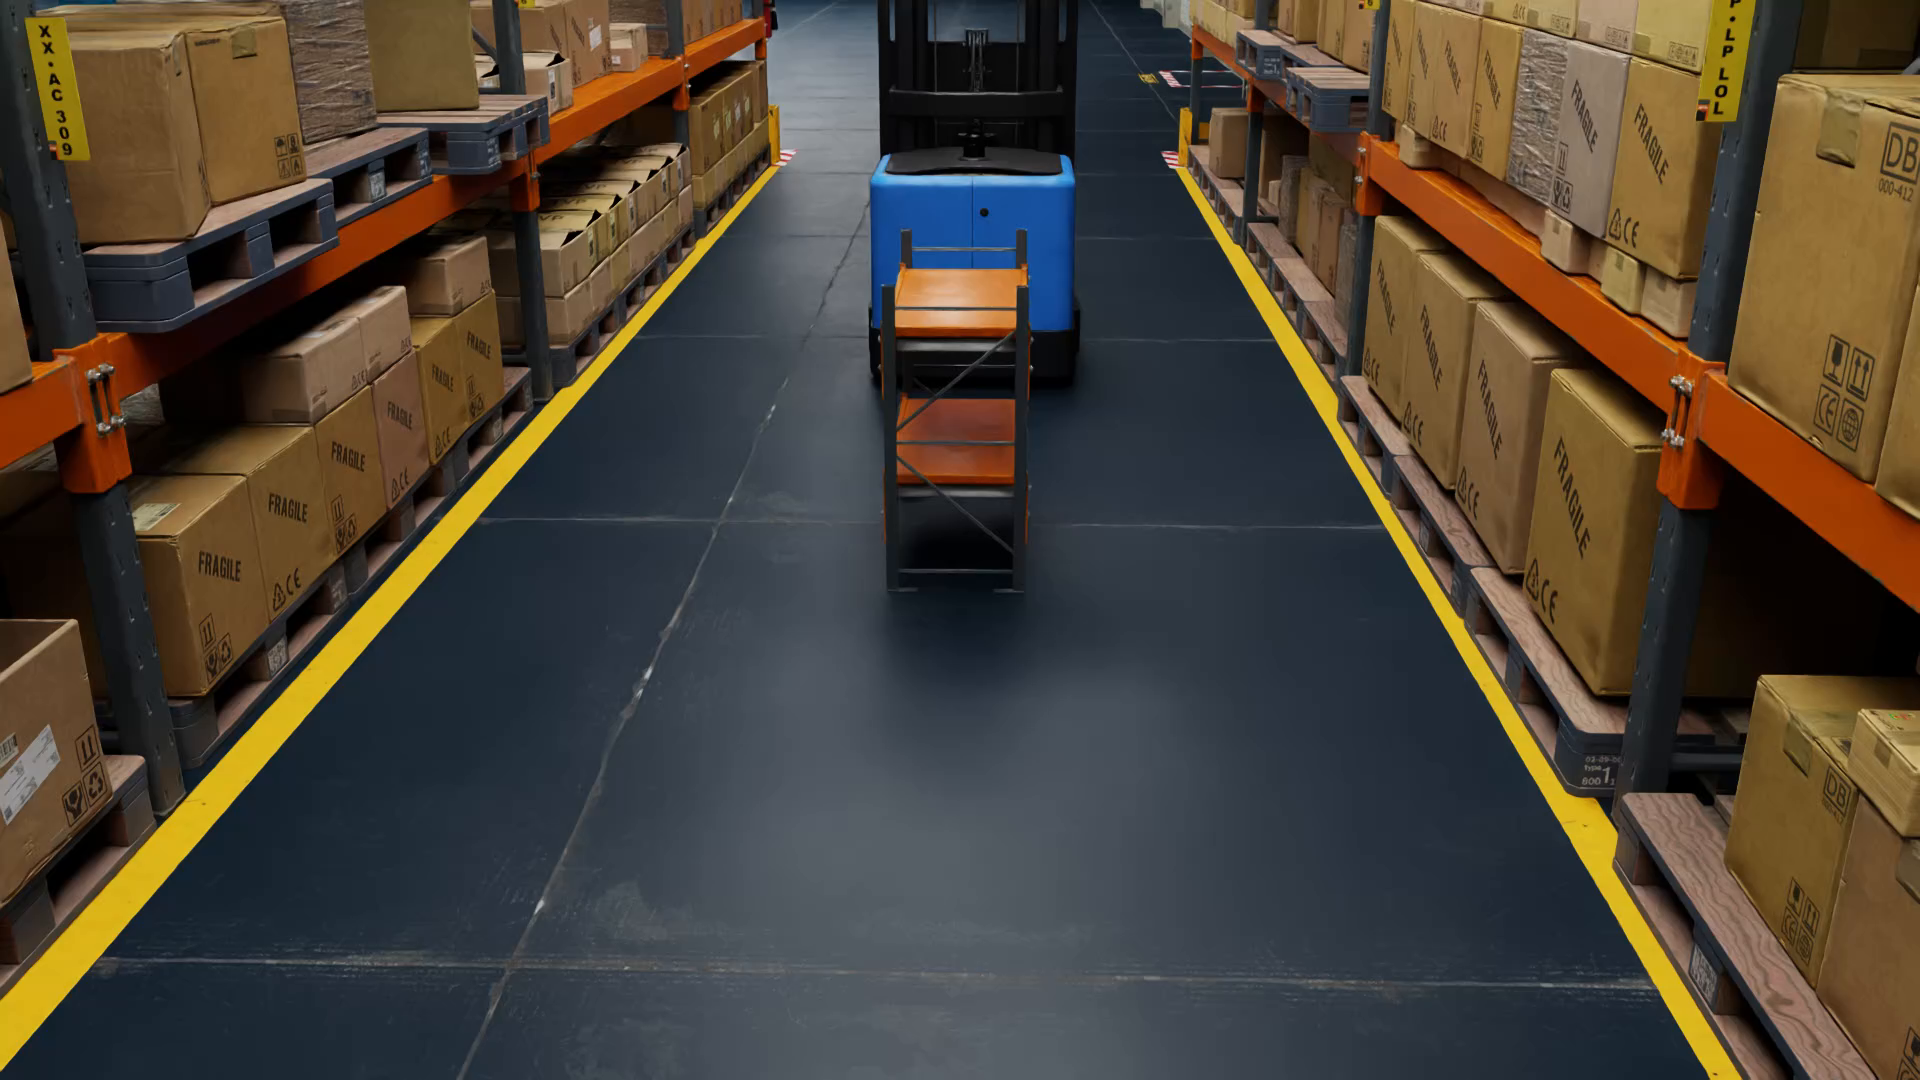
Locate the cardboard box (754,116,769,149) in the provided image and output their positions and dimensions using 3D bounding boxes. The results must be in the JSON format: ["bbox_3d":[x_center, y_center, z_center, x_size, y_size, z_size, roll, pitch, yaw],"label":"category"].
[{"bbox_3d":[-2.028,-3.716,15.179,0.500,0.250,0.500,1,21,2],"label":"cardboard box"}]

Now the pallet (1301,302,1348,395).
[{"bbox_3d":[2.427,-1.036,8.907,1.003,0.211,1.213,1,21,2],"label":"pallet"}]

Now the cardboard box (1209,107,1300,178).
[{"bbox_3d":[2.444,-3.266,13.646,0.700,0.500,0.500,-1,21,-2],"label":"cardboard box"}]

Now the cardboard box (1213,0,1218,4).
[{"bbox_3d":[2.279,-4.513,13.157,0.500,0.500,0.500,1,21,3],"label":"cardboard box"}]

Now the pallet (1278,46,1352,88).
[{"bbox_3d":[2.421,-2.680,9.555,1.003,0.211,1.213,1,21,2],"label":"pallet"}]

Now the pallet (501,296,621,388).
[{"bbox_3d":[-2.486,-1.104,9.081,1.003,0.211,1.213,1,21,2],"label":"pallet"}]

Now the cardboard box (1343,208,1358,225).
[{"bbox_3d":[2.503,-1.539,9.196,0.700,0.500,0.500,1,21,2],"label":"cardboard box"}]

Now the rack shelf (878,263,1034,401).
[{"bbox_3d":[0.000,-0.795,6.213,0.538,0.278,1.000,1,21,2],"label":"rack shelf"}]

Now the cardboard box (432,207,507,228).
[{"bbox_3d":[-2.771,-1.662,9.111,0.500,0.311,0.500,0,21,1],"label":"cardboard box"}]

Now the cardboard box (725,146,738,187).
[{"bbox_3d":[-2.071,-2.992,13.315,0.500,0.250,0.500,1,21,2],"label":"cardboard box"}]

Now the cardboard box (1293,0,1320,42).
[{"bbox_3d":[2.449,-3.366,10.310,0.700,0.500,0.500,3,21,7],"label":"cardboard box"}]

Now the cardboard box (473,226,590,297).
[{"bbox_3d":[-2.241,-1.468,8.611,0.500,0.311,0.500,1,21,3],"label":"cardboard box"}]

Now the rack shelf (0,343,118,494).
[{"bbox_3d":[-2.733,0.398,2.350,1.077,0.370,4.000,1,21,2],"label":"rack shelf"}]

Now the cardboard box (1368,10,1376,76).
[{"bbox_3d":[2.406,-2.475,8.015,0.700,0.500,0.500,-2,21,-5],"label":"cardboard box"}]

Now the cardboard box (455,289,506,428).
[{"bbox_3d":[-2.344,-0.805,7.305,0.500,0.500,0.500,1,21,4],"label":"cardboard box"}]

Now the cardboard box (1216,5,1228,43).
[{"bbox_3d":[2.258,-3.976,12.808,0.500,0.250,0.500,1,21,1],"label":"cardboard box"}]

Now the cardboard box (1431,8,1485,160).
[{"bbox_3d":[2.089,-1.706,6.203,0.500,0.500,0.500,1,21,1],"label":"cardboard box"}]

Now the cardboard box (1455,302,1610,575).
[{"bbox_3d":[2.194,-0.358,5.697,0.750,0.750,0.750,1,21,3],"label":"cardboard box"}]

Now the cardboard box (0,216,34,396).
[{"bbox_3d":[-2.430,-0.523,3.592,0.500,0.500,0.500,1,21,3],"label":"cardboard box"}]

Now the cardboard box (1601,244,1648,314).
[{"bbox_3d":[1.991,-0.716,4.547,0.380,0.149,0.250,1,21,3],"label":"cardboard box"}]

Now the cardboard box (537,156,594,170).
[{"bbox_3d":[-2.710,-2.400,11.014,0.500,0.311,0.500,0,21,1],"label":"cardboard box"}]

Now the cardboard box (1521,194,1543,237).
[{"bbox_3d":[2.090,-1.083,5.494,0.380,0.149,0.250,0,21,0],"label":"cardboard box"}]

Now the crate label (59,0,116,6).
[{"bbox_3d":[-7.043,-4.403,13.681,0.502,0.435,0.616,1,21,2],"label":"crate label"}]

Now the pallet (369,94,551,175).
[{"bbox_3d":[-2.501,-1.771,7.212,1.213,0.211,1.003,1,21,2],"label":"pallet"}]

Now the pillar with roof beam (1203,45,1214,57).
[{"bbox_3d":[-0.450,-11.866,24.671,9.100,9.000,0.400,1,21,2],"label":"pillar with roof beam"}]

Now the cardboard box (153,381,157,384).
[{"bbox_3d":[-2.891,-0.425,6.326,0.500,0.500,0.500,0,21,0],"label":"cardboard box"}]

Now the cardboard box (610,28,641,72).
[{"bbox_3d":[-2.272,-3.170,10.738,0.396,0.266,0.258,0,21,0],"label":"cardboard box"}]

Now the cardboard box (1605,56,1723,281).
[{"bbox_3d":[2.042,-0.971,4.308,0.500,0.500,0.500,0,21,1],"label":"cardboard box"}]

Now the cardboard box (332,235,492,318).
[{"bbox_3d":[-2.341,-1.135,7.117,0.500,0.250,0.500,1,21,4],"label":"cardboard box"}]

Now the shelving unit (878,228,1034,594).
[{"bbox_3d":[0.000,-0.522,6.319,0.538,1.125,1.048,1,21,2],"label":"shelving unit"}]

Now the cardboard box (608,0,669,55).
[{"bbox_3d":[-2.421,-3.760,11.934,0.700,0.500,0.500,0,21,0],"label":"cardboard box"}]

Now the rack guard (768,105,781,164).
[{"bbox_3d":[-2.306,-3.842,15.740,1.175,0.500,0.348,1,21,2],"label":"rack guard"}]

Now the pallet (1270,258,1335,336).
[{"bbox_3d":[2.467,-1.476,10.041,1.003,0.211,1.213,1,21,2],"label":"pallet"}]

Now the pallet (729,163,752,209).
[{"bbox_3d":[-2.328,-2.982,13.923,1.003,0.211,1.213,1,21,2],"label":"pallet"}]

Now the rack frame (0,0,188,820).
[{"bbox_3d":[-2.672,-0.660,4.084,1.000,3.000,0.127,1,21,2],"label":"rack frame"}]

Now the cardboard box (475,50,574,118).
[{"bbox_3d":[-2.329,-2.386,8.655,0.500,0.311,0.500,0,21,1],"label":"cardboard box"}]

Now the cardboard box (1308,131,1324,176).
[{"bbox_3d":[2.507,-2.463,10.542,0.500,0.250,0.500,0,21,0],"label":"cardboard box"}]

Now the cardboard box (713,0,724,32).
[{"bbox_3d":[-2.366,-4.508,13.861,0.700,0.500,0.500,1,21,2],"label":"cardboard box"}]

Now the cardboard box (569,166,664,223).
[{"bbox_3d":[-2.181,-2.210,10.523,0.500,0.311,0.500,1,21,1],"label":"cardboard box"}]

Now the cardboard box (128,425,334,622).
[{"bbox_3d":[-2.408,-0.065,5.397,0.500,0.500,0.500,1,21,2],"label":"cardboard box"}]

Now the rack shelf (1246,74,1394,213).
[{"bbox_3d":[2.462,-2.441,9.668,1.077,0.370,4.000,1,21,2],"label":"rack shelf"}]

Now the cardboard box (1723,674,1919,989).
[{"bbox_3d":[2.155,0.632,3.629,0.700,0.500,0.500,1,21,2],"label":"cardboard box"}]

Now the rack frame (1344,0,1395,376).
[{"bbox_3d":[2.401,-2.053,7.674,1.000,3.000,0.127,1,21,2],"label":"rack frame"}]

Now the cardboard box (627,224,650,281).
[{"bbox_3d":[-2.200,-1.762,10.143,0.500,0.250,0.500,1,21,3],"label":"cardboard box"}]

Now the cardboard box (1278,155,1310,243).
[{"bbox_3d":[2.517,-2.273,11.088,0.700,0.500,0.500,1,21,3],"label":"cardboard box"}]

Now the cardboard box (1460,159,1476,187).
[{"bbox_3d":[2.167,-1.457,6.456,0.380,0.149,0.250,1,21,3],"label":"cardboard box"}]

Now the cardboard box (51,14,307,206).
[{"bbox_3d":[-2.476,-1.321,5.067,0.700,0.500,0.500,4,22,10],"label":"cardboard box"}]

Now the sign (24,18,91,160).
[{"bbox_3d":[-2.129,-1.061,3.919,0.100,0.325,0.005,1,21,2],"label":"sign"}]

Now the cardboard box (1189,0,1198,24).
[{"bbox_3d":[2.313,-4.712,14.707,0.500,0.250,0.500,0,21,0],"label":"cardboard box"}]

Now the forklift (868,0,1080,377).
[{"bbox_3d":[0.105,-2.680,9.384,1.130,2.935,3.031,1,21,2],"label":"forklift"}]

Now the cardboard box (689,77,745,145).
[{"bbox_3d":[-2.058,-3.523,13.645,0.500,0.500,0.500,1,21,2],"label":"cardboard box"}]

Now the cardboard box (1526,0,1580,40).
[{"bbox_3d":[2.079,-1.692,5.130,0.500,0.250,0.500,1,21,3],"label":"cardboard box"}]
